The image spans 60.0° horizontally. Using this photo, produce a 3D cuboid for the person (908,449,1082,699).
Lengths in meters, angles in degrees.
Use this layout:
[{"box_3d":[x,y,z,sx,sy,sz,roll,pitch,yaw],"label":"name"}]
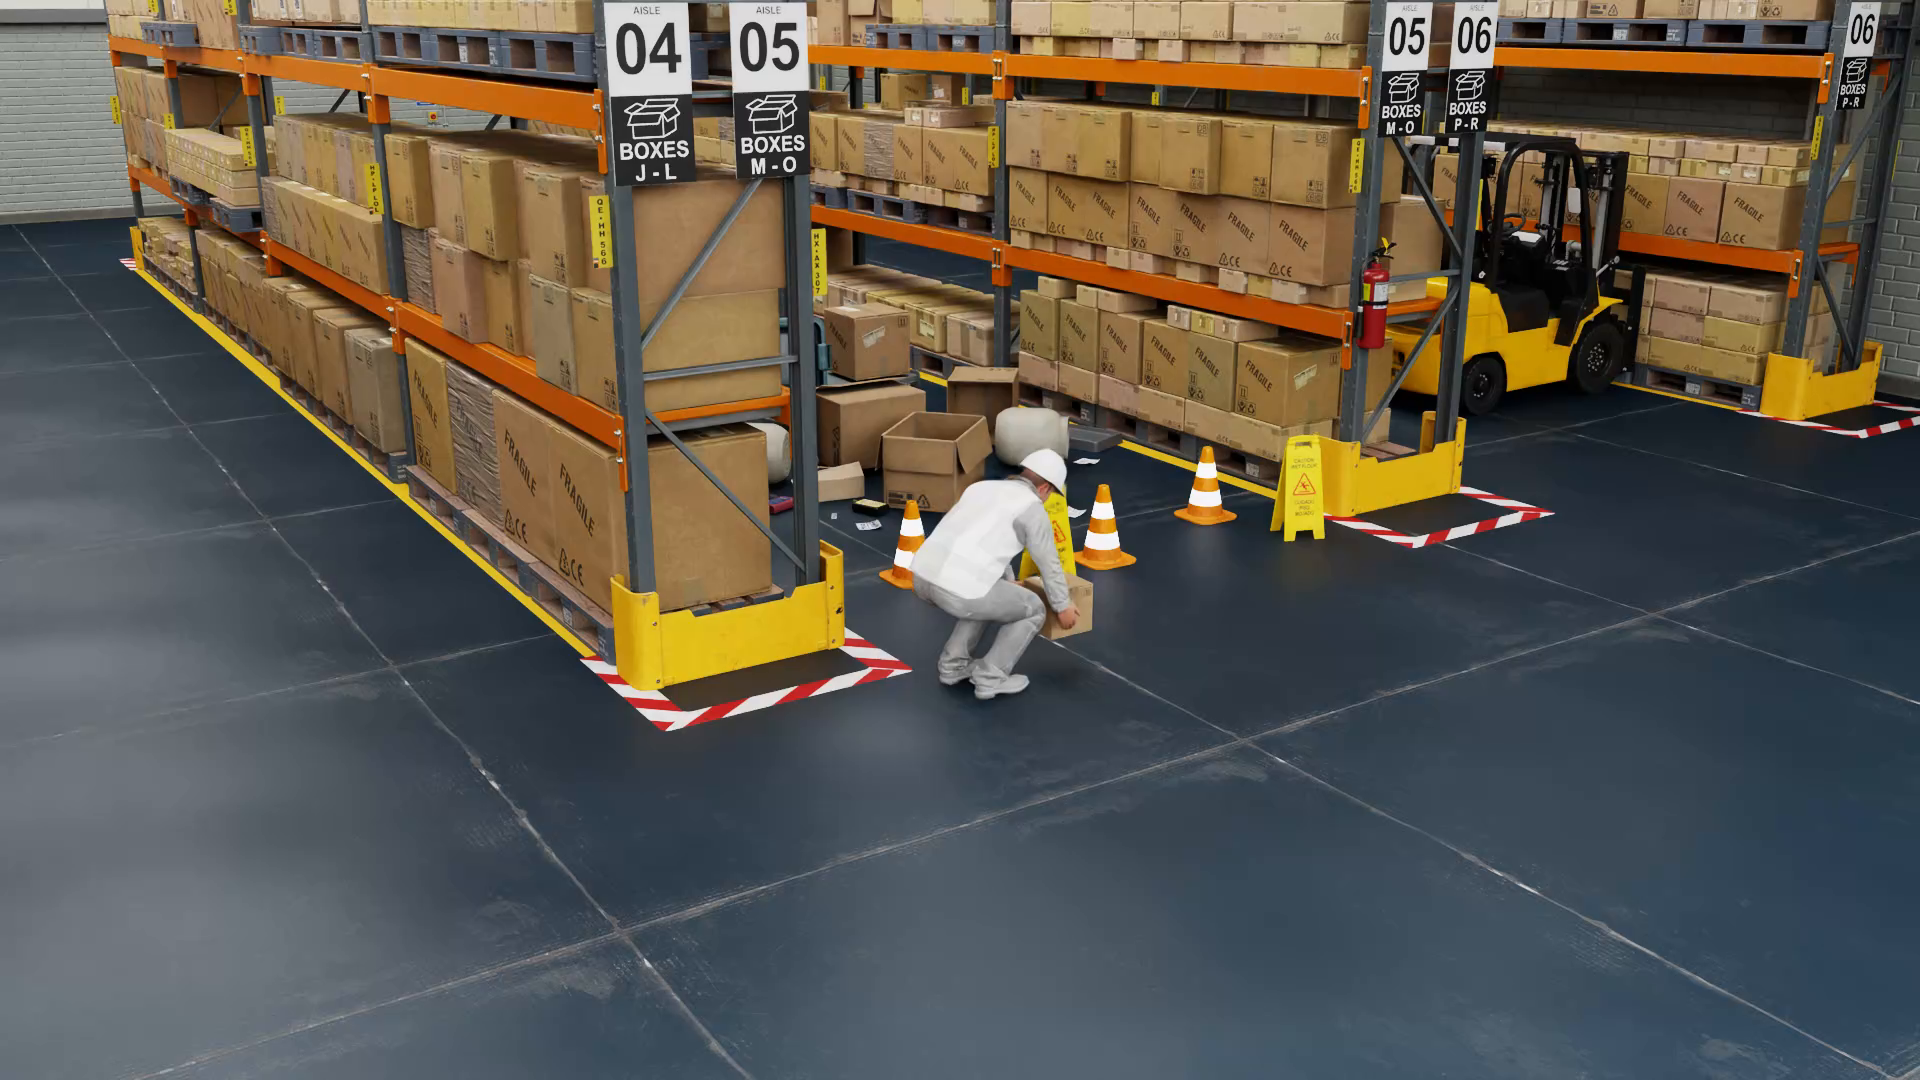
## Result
[{"box_3d":[0.158,0.154,8.093,0.866,1.125,0.556,-11,21,-32],"label":"person"}]
